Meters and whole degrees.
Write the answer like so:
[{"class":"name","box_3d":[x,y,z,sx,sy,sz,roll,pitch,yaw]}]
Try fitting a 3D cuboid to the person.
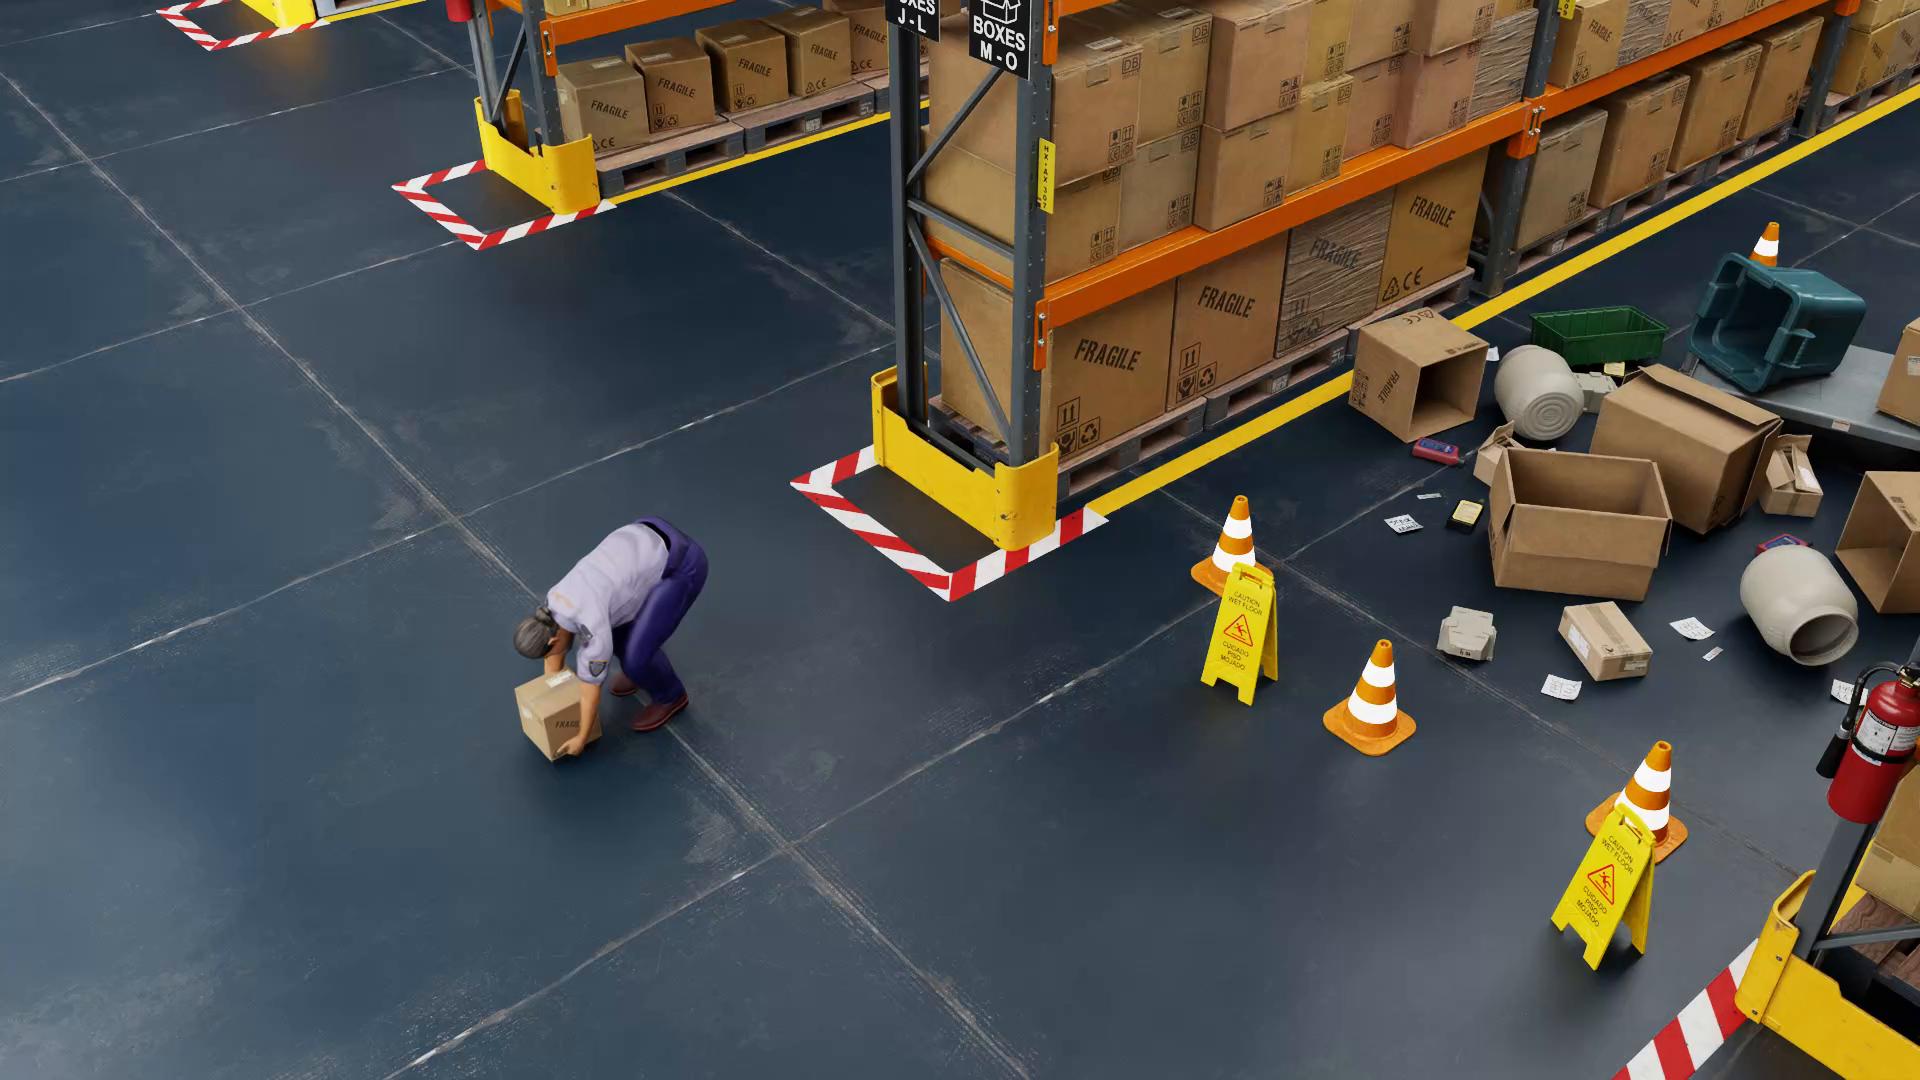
[{"class":"person","box_3d":[-1.494,0.415,7.172,0.898,0.881,0.502,-29,45,-33]}]
